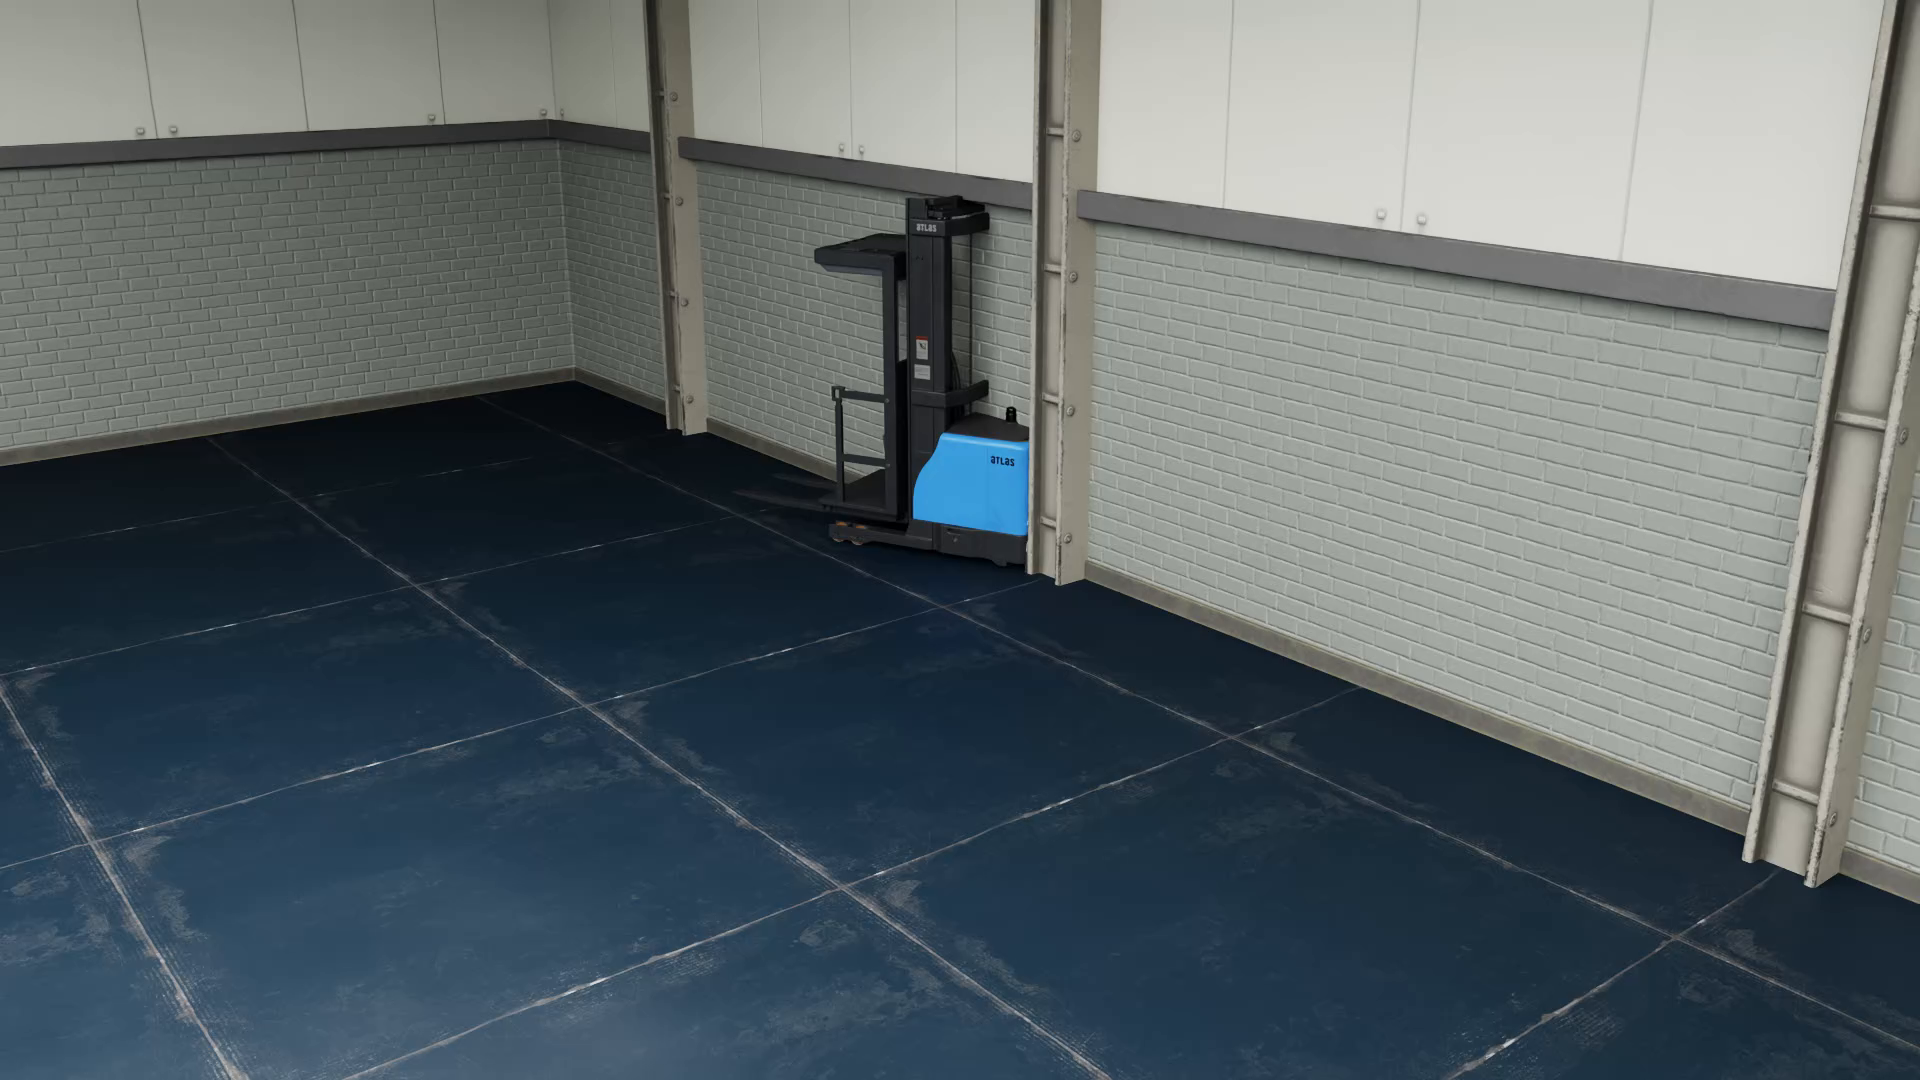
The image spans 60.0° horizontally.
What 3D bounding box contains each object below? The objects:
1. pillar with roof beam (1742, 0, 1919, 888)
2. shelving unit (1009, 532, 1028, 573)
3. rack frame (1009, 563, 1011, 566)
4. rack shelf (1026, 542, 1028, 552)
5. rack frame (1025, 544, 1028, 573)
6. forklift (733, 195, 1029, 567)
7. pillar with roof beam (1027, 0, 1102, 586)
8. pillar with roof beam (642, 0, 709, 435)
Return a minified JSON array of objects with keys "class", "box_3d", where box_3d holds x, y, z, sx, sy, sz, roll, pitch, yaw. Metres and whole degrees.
[{"class":"pillar with roof beam","box_3d":[1.139,-1.667,5.081,9.100,9.000,0.400,-14,23,-36]},{"class":"shelving unit","box_3d":[0.593,-0.187,13.591,0.258,0.900,0.210,-8,20,-38]},{"class":"rack frame","box_3d":[0.530,-0.213,13.666,0.240,0.900,0.006,-8,20,-38]},{"class":"rack shelf","box_3d":[0.577,0.018,13.648,0.258,0.077,0.200,-8,20,-38]},{"class":"rack frame","box_3d":[0.657,-0.161,13.516,0.240,0.900,0.006,-8,20,-38]},{"class":"forklift","box_3d":[-0.553,-1.483,14.179,3.031,2.935,1.130,9,21,26]},{"class":"pillar with roof beam","box_3d":[-2.586,-3.146,9.546,9.100,9.000,0.400,-14,23,-36]},{"class":"pillar with roof beam","box_3d":[-6.312,-4.624,14.011,9.100,9.000,0.400,-14,23,-36]}]
